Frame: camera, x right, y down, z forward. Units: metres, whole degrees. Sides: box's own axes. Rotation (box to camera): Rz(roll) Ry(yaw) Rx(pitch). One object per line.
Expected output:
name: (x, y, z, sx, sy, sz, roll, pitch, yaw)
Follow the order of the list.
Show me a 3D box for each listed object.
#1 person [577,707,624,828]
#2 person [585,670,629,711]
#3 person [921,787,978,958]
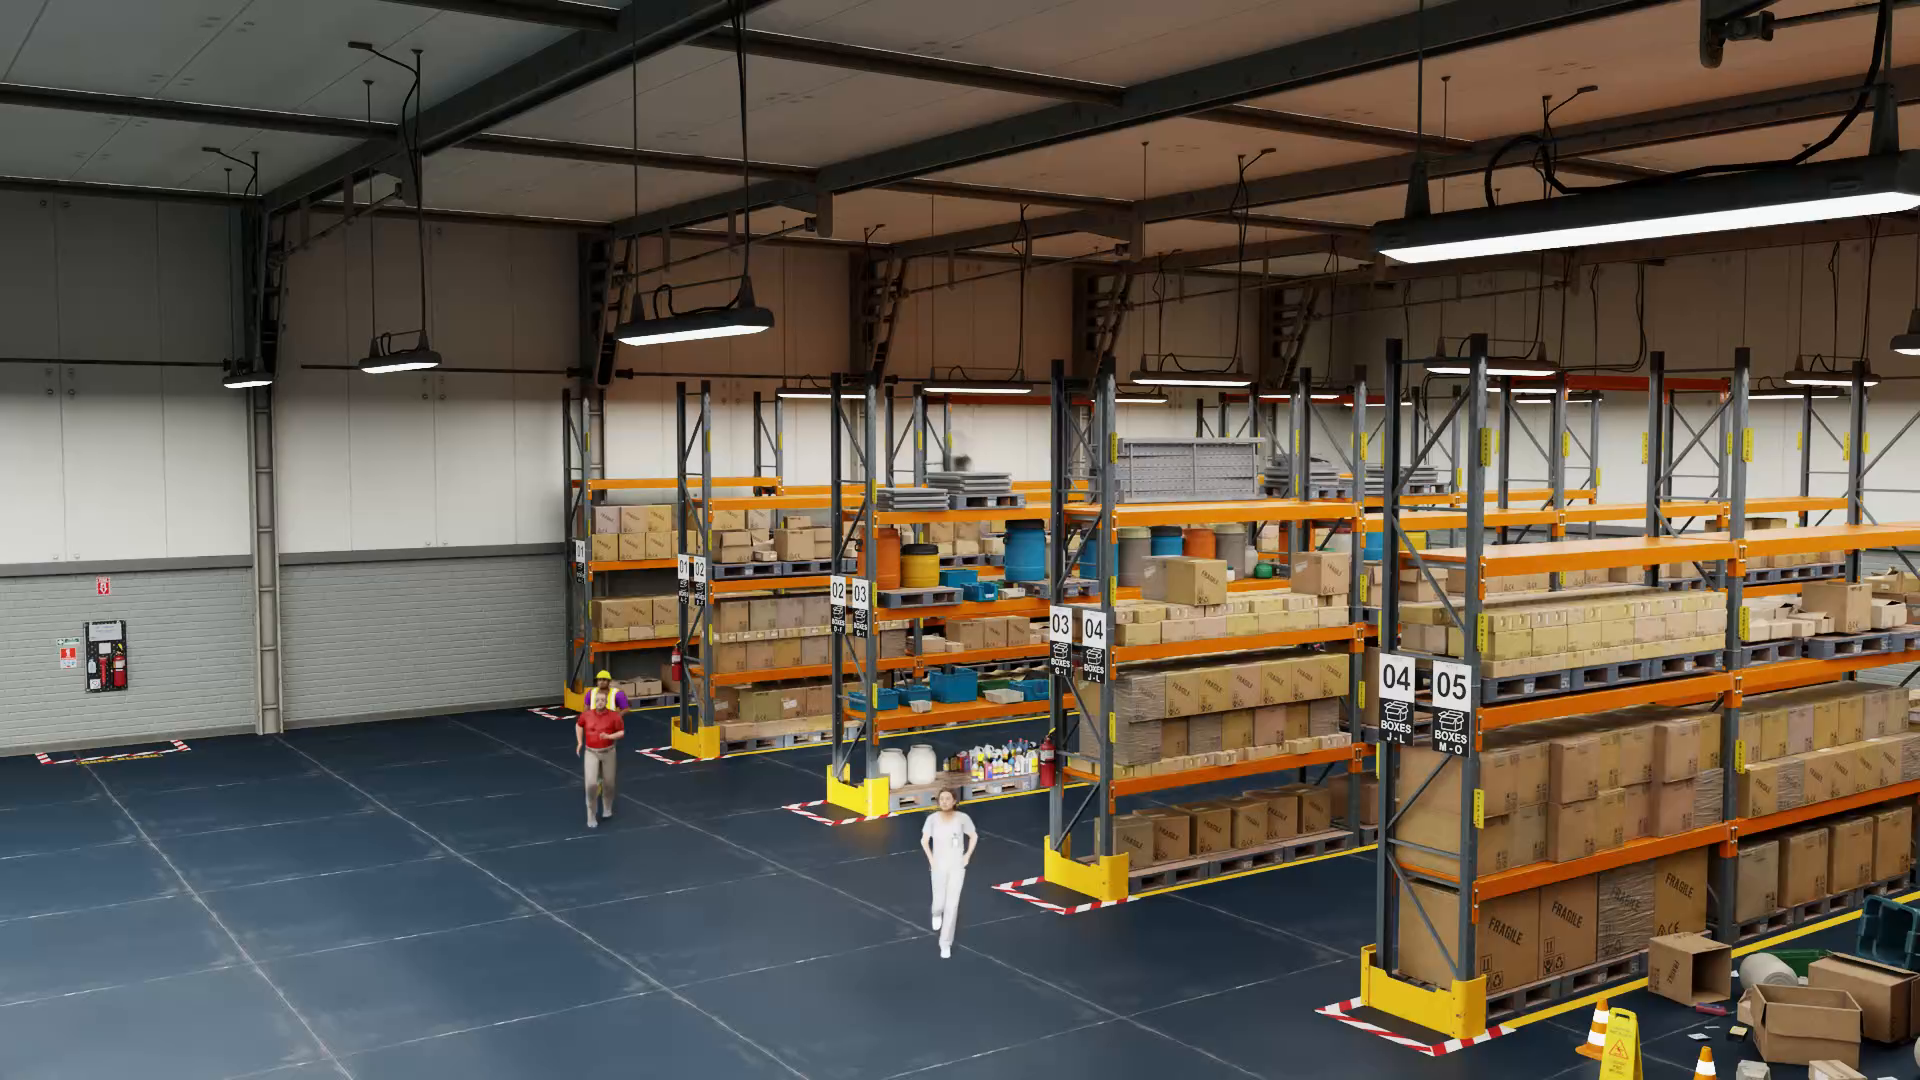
person: (-4.758, 3.001, 22.061, 0.611, 1.599, 0.642, -1, 4, -12)
person: (-5.081, 2.303, 23.893, 0.642, 0.893, 0.465, -1, 4, -8)
person: (-0.103, 3.285, 16.691, 0.572, 1.654, 0.734, 0, 4, 3)
